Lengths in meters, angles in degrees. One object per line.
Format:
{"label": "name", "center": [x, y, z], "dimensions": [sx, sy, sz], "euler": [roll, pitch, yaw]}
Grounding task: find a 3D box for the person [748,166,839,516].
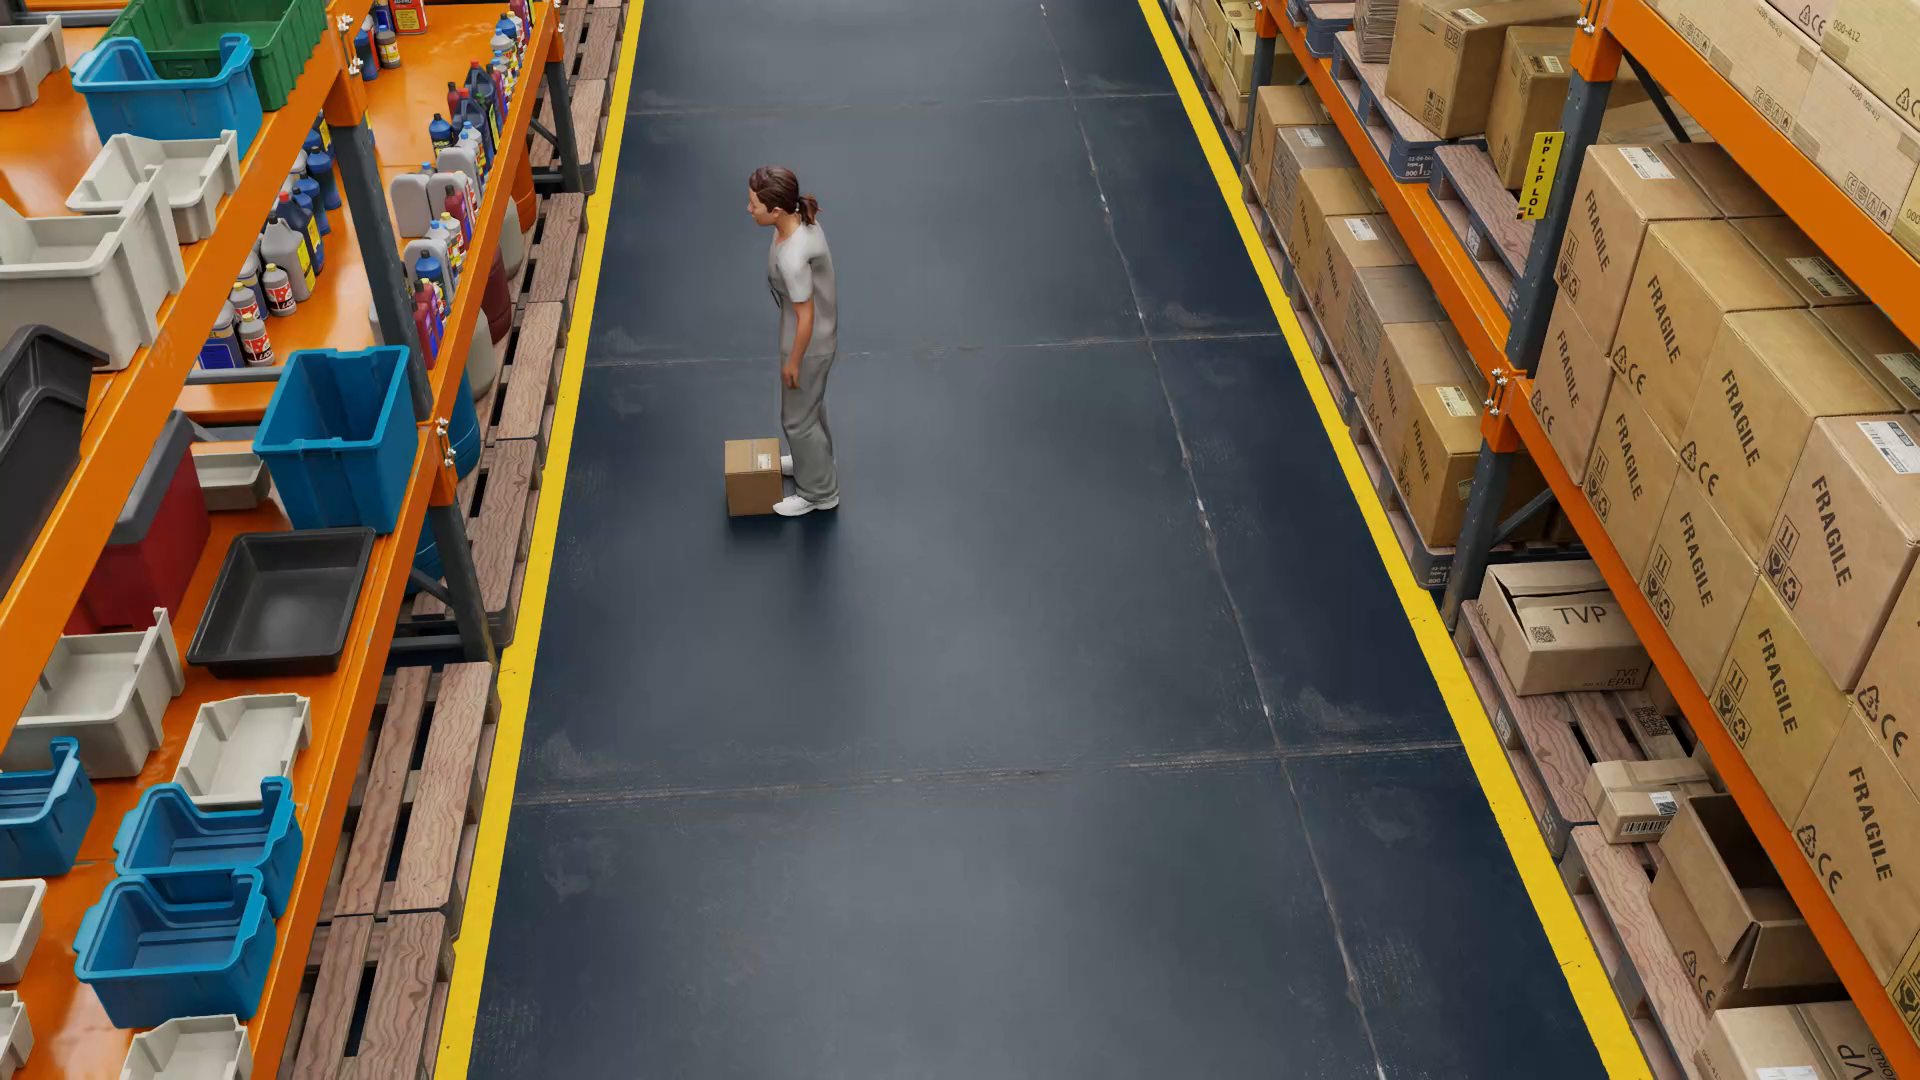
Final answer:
{"label": "person", "center": [-0.700, -0.861, 7.208], "dimensions": [0.352, 1.673, 0.490], "euler": [-3, 39, -4]}
